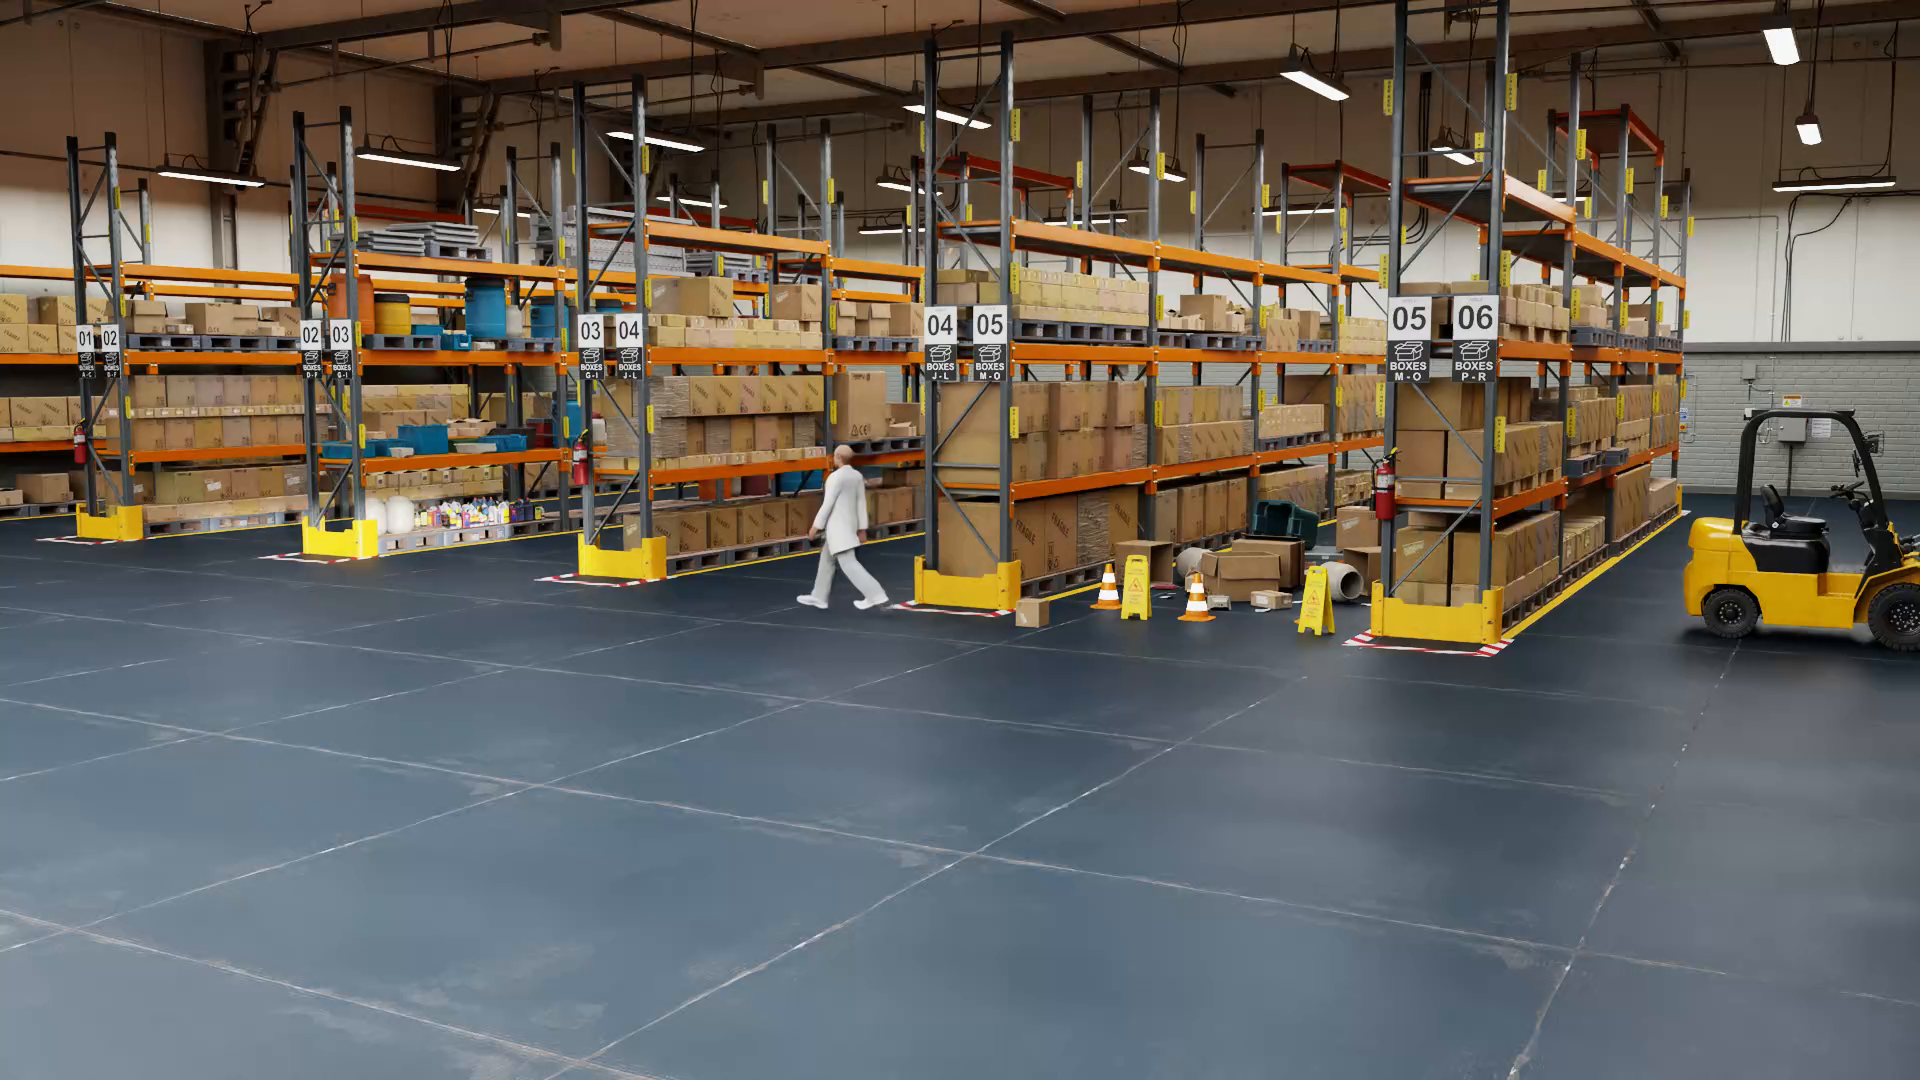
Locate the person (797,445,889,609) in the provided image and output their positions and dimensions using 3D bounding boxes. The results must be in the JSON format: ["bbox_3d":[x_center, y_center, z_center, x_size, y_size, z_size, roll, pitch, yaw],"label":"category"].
[{"bbox_3d":[-1.240,-0.125,17.285,1.141,1.729,0.568,2,6,22],"label":"person"}]
